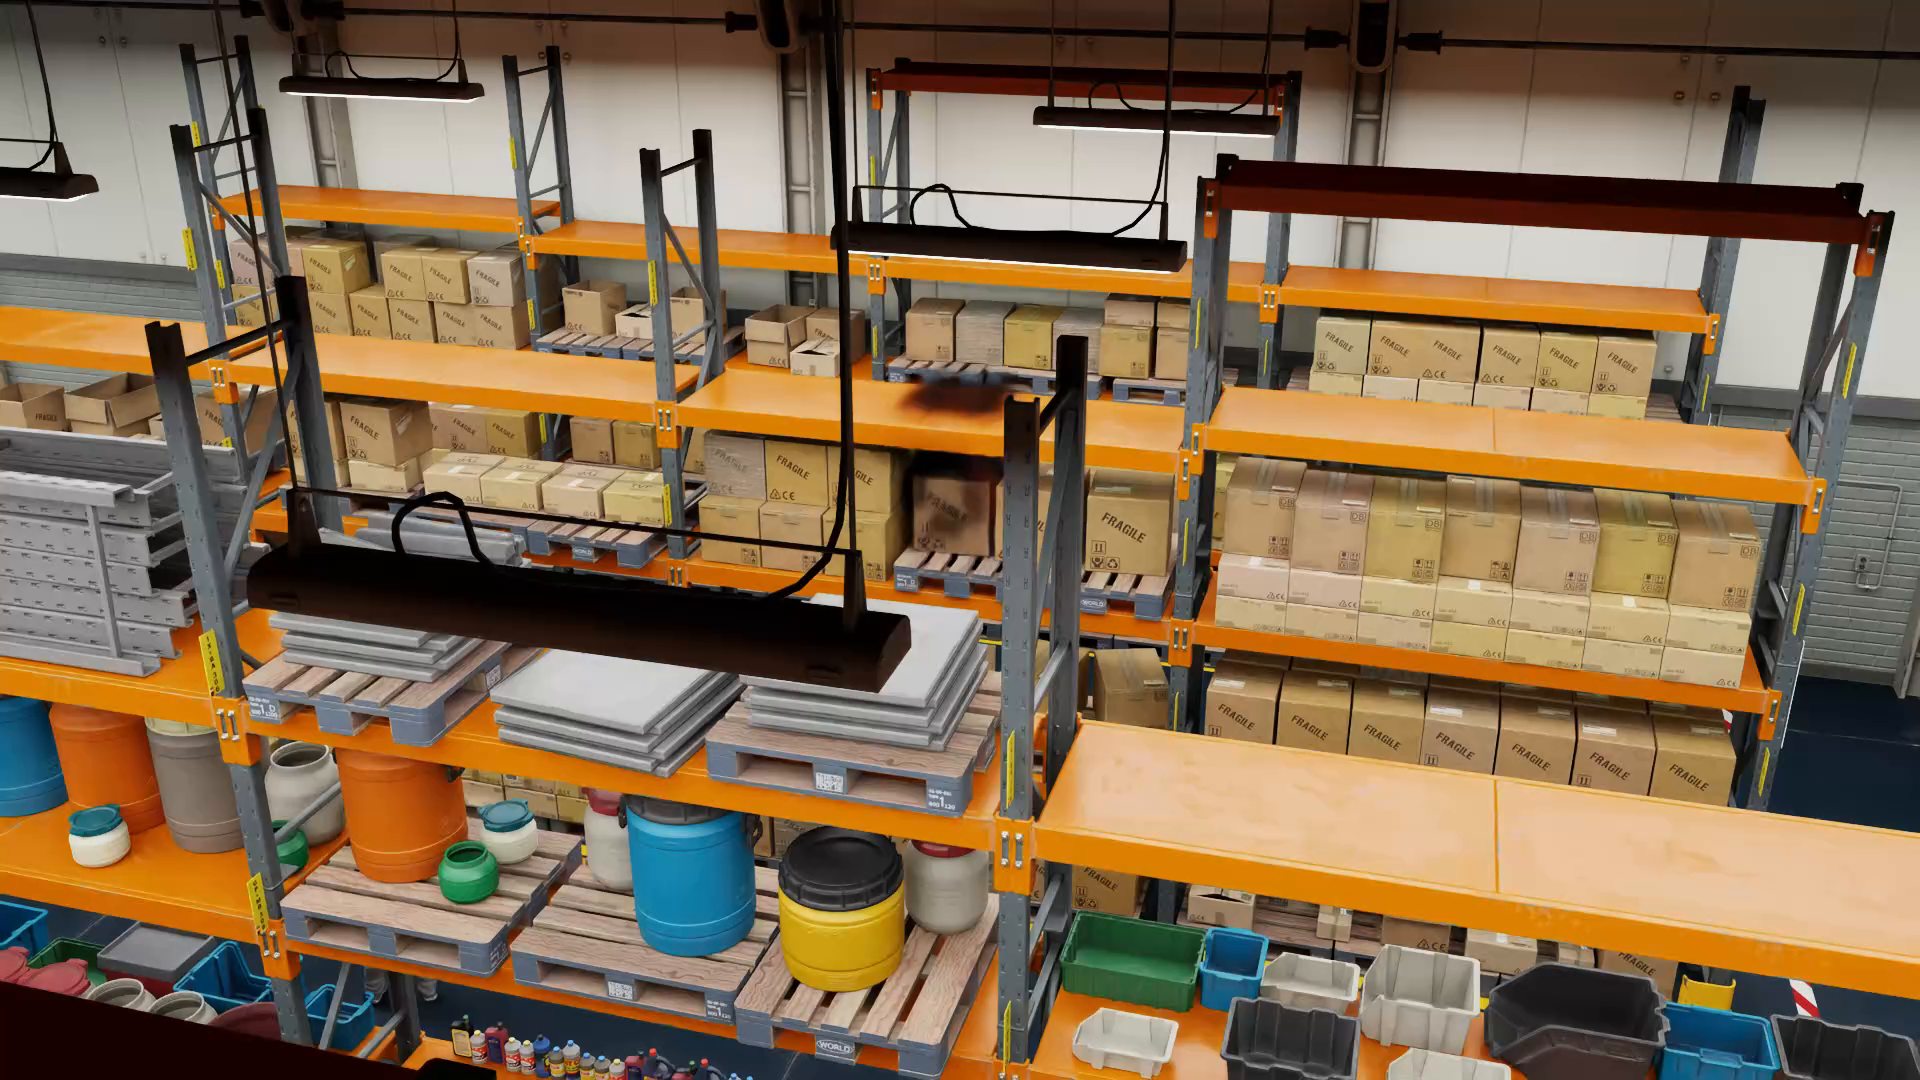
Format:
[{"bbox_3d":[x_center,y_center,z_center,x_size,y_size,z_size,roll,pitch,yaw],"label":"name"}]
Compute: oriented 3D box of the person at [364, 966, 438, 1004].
[{"bbox_3d":[-4.167,2.671,12.192,0.565,1.657,0.435,-2,23,-4],"label":"person"}]
